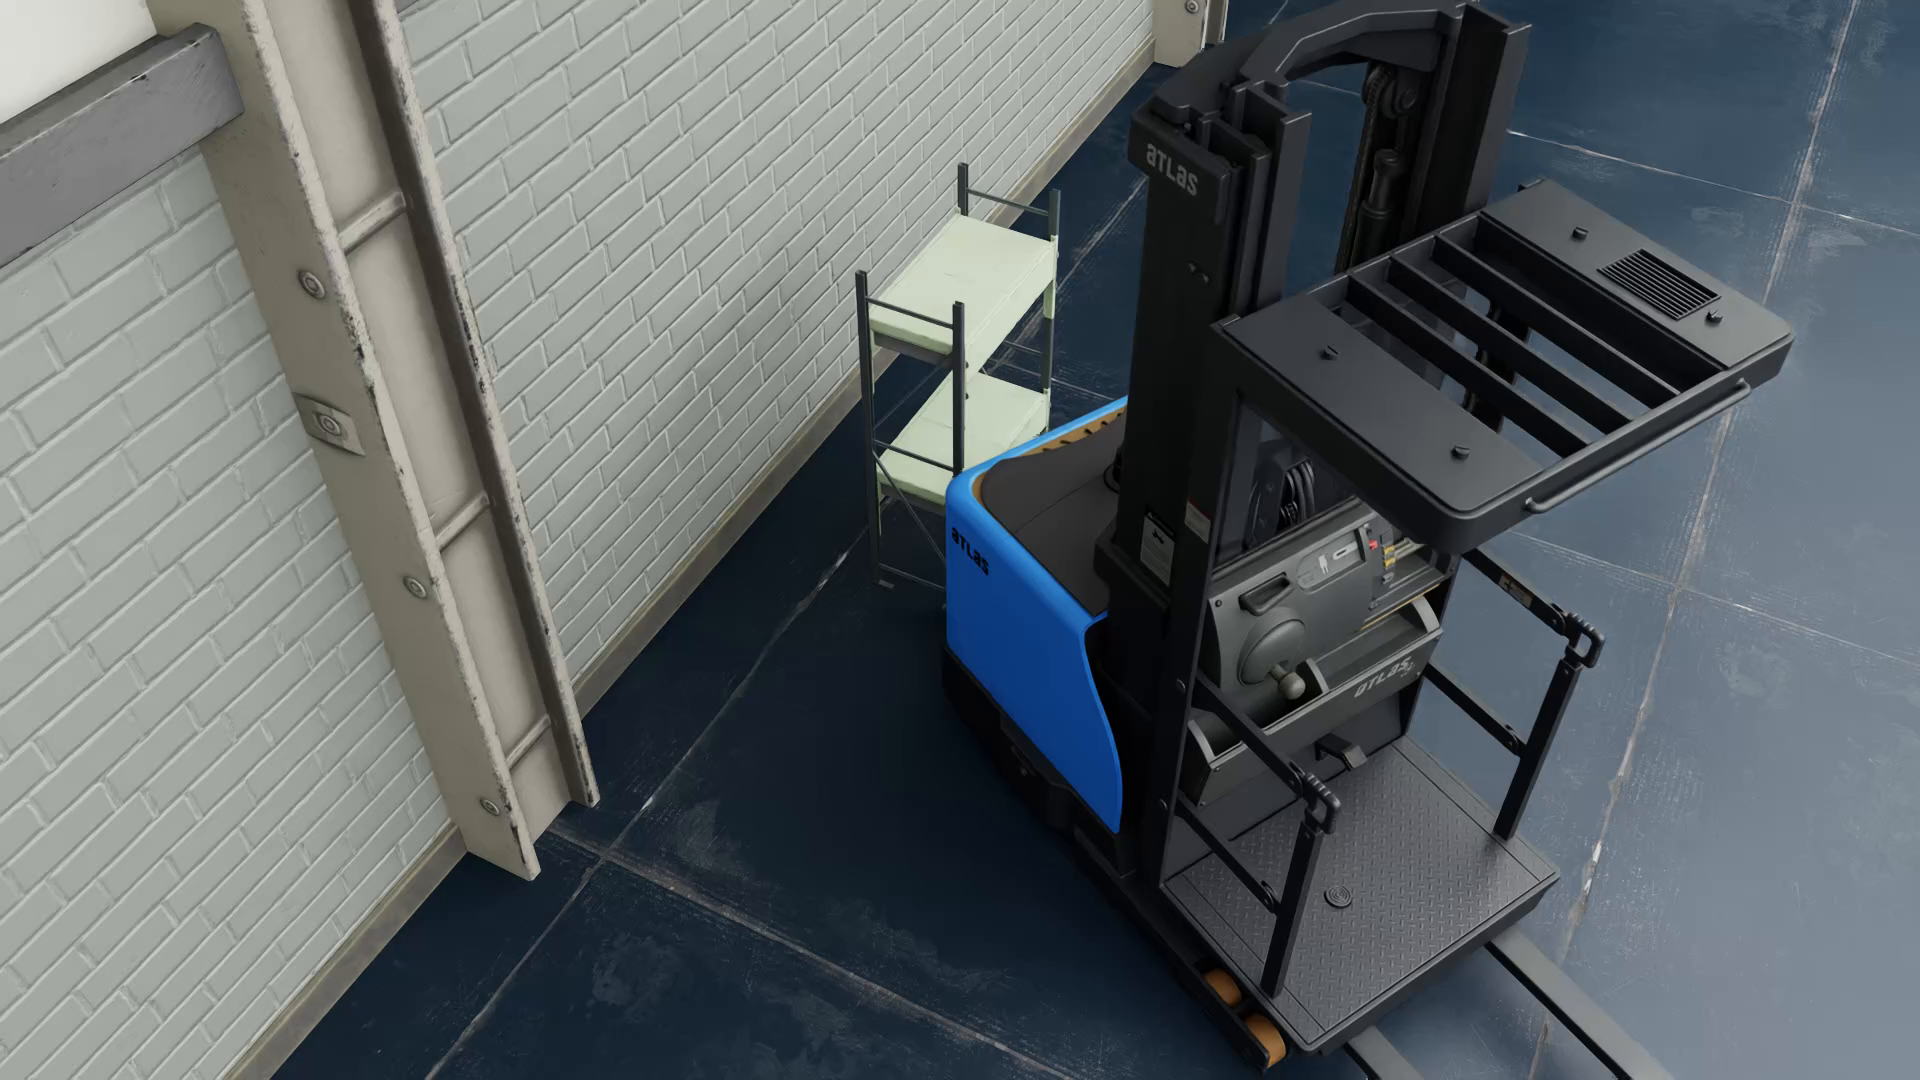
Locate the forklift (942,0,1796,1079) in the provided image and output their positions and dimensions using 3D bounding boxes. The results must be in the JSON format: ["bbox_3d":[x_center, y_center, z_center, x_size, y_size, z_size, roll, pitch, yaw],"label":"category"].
[{"bbox_3d":[1.179,0.203,4.489,1.130,2.935,3.031,-26,51,-23],"label":"forklift"}]

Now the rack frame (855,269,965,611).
[{"bbox_3d":[-0.167,-0.301,5.993,0.400,1.500,0.023,20,49,19],"label":"rack frame"}]

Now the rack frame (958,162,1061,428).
[{"bbox_3d":[0.173,-0.762,6.449,0.400,1.500,0.023,20,49,19],"label":"rack frame"}]

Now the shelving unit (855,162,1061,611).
[{"bbox_3d":[0.003,-0.531,6.221,0.431,1.500,0.755,20,49,19],"label":"shelving unit"}]

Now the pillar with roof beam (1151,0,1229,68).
[{"bbox_3d":[5.108,-4.544,4.914,9.100,9.000,0.400,20,49,19],"label":"pillar with roof beam"}]

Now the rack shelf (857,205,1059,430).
[{"bbox_3d":[0.003,-0.806,5.943,0.431,0.370,0.720,20,49,19],"label":"rack shelf"}]

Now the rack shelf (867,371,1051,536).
[{"bbox_3d":[0.003,-0.302,6.453,0.431,0.370,0.720,20,49,19],"label":"rack shelf"}]

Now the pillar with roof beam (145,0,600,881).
[{"bbox_3d":[2.323,-0.764,1.178,9.100,9.000,0.400,20,49,19],"label":"pillar with roof beam"}]
